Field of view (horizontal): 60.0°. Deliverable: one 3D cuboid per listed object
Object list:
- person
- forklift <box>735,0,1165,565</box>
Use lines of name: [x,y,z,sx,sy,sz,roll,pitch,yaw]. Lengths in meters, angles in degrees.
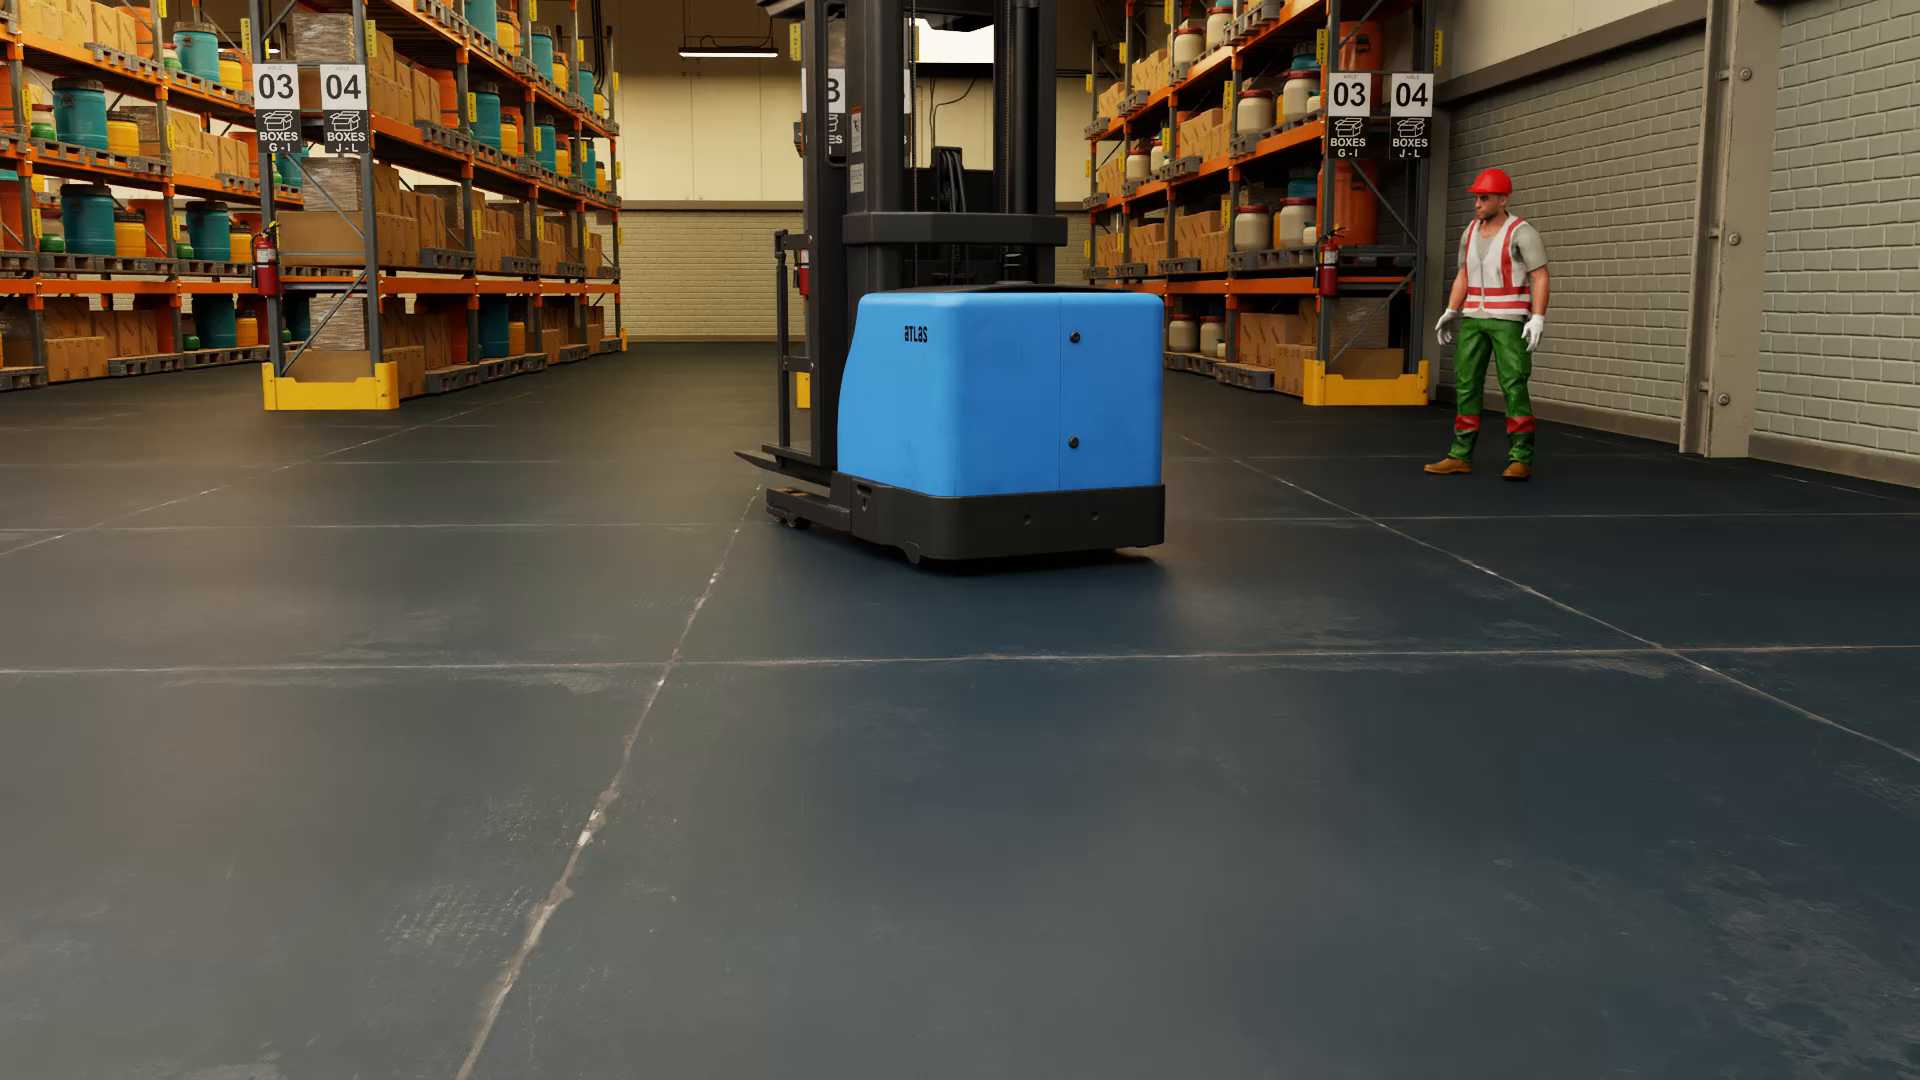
person: [3.111,-1.266,9.779,0.466,1.782,0.662,-6,11,-37]
forklift: [-0.264,-1.530,7.637,1.130,2.935,3.031,-4,9,-25]
